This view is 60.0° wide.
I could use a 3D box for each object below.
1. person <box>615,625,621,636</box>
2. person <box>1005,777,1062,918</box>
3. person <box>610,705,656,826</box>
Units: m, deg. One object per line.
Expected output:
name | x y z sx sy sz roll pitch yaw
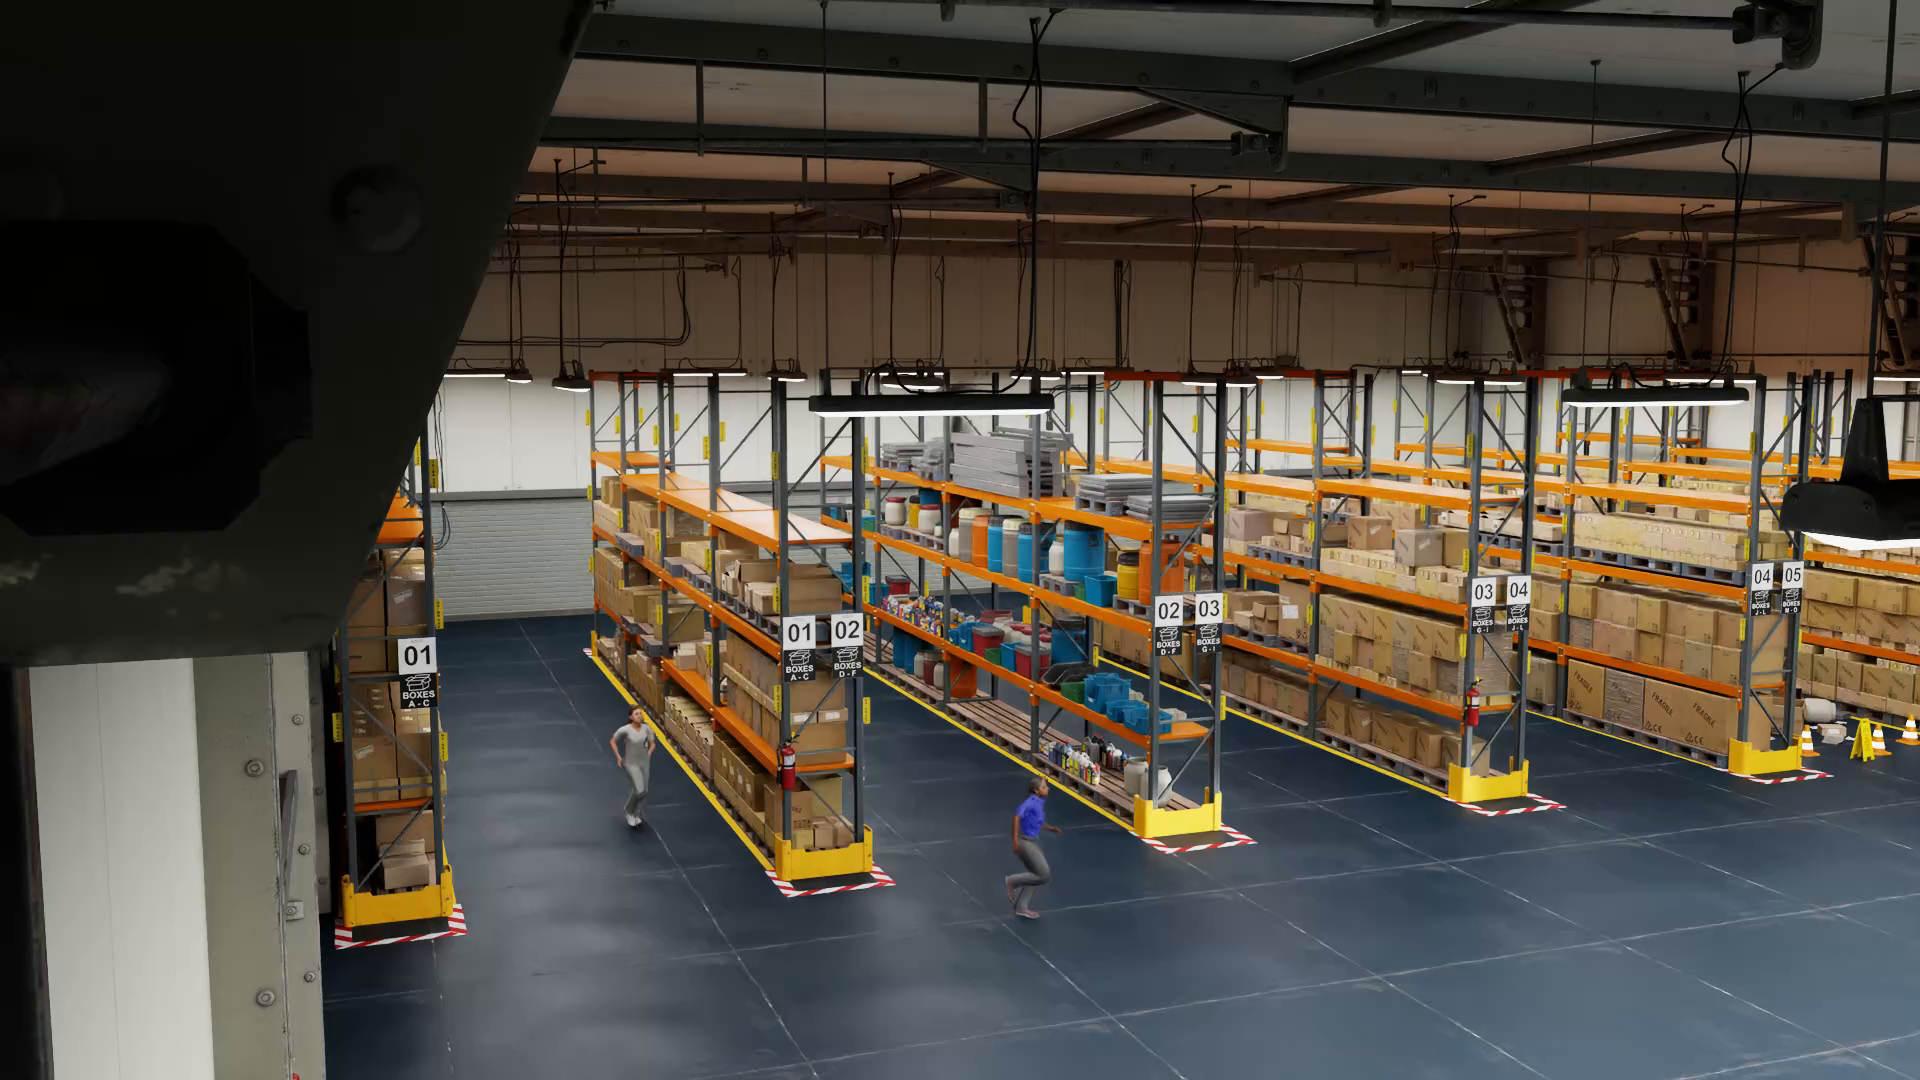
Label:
person | -7.313 1.355 36.731 0.784 1.791 0.697 2 7 15
person | 0.829 3.517 18.729 0.635 1.503 0.605 1 6 11
person | -4.316 3.022 22.226 0.544 1.634 0.635 -5 8 -38
